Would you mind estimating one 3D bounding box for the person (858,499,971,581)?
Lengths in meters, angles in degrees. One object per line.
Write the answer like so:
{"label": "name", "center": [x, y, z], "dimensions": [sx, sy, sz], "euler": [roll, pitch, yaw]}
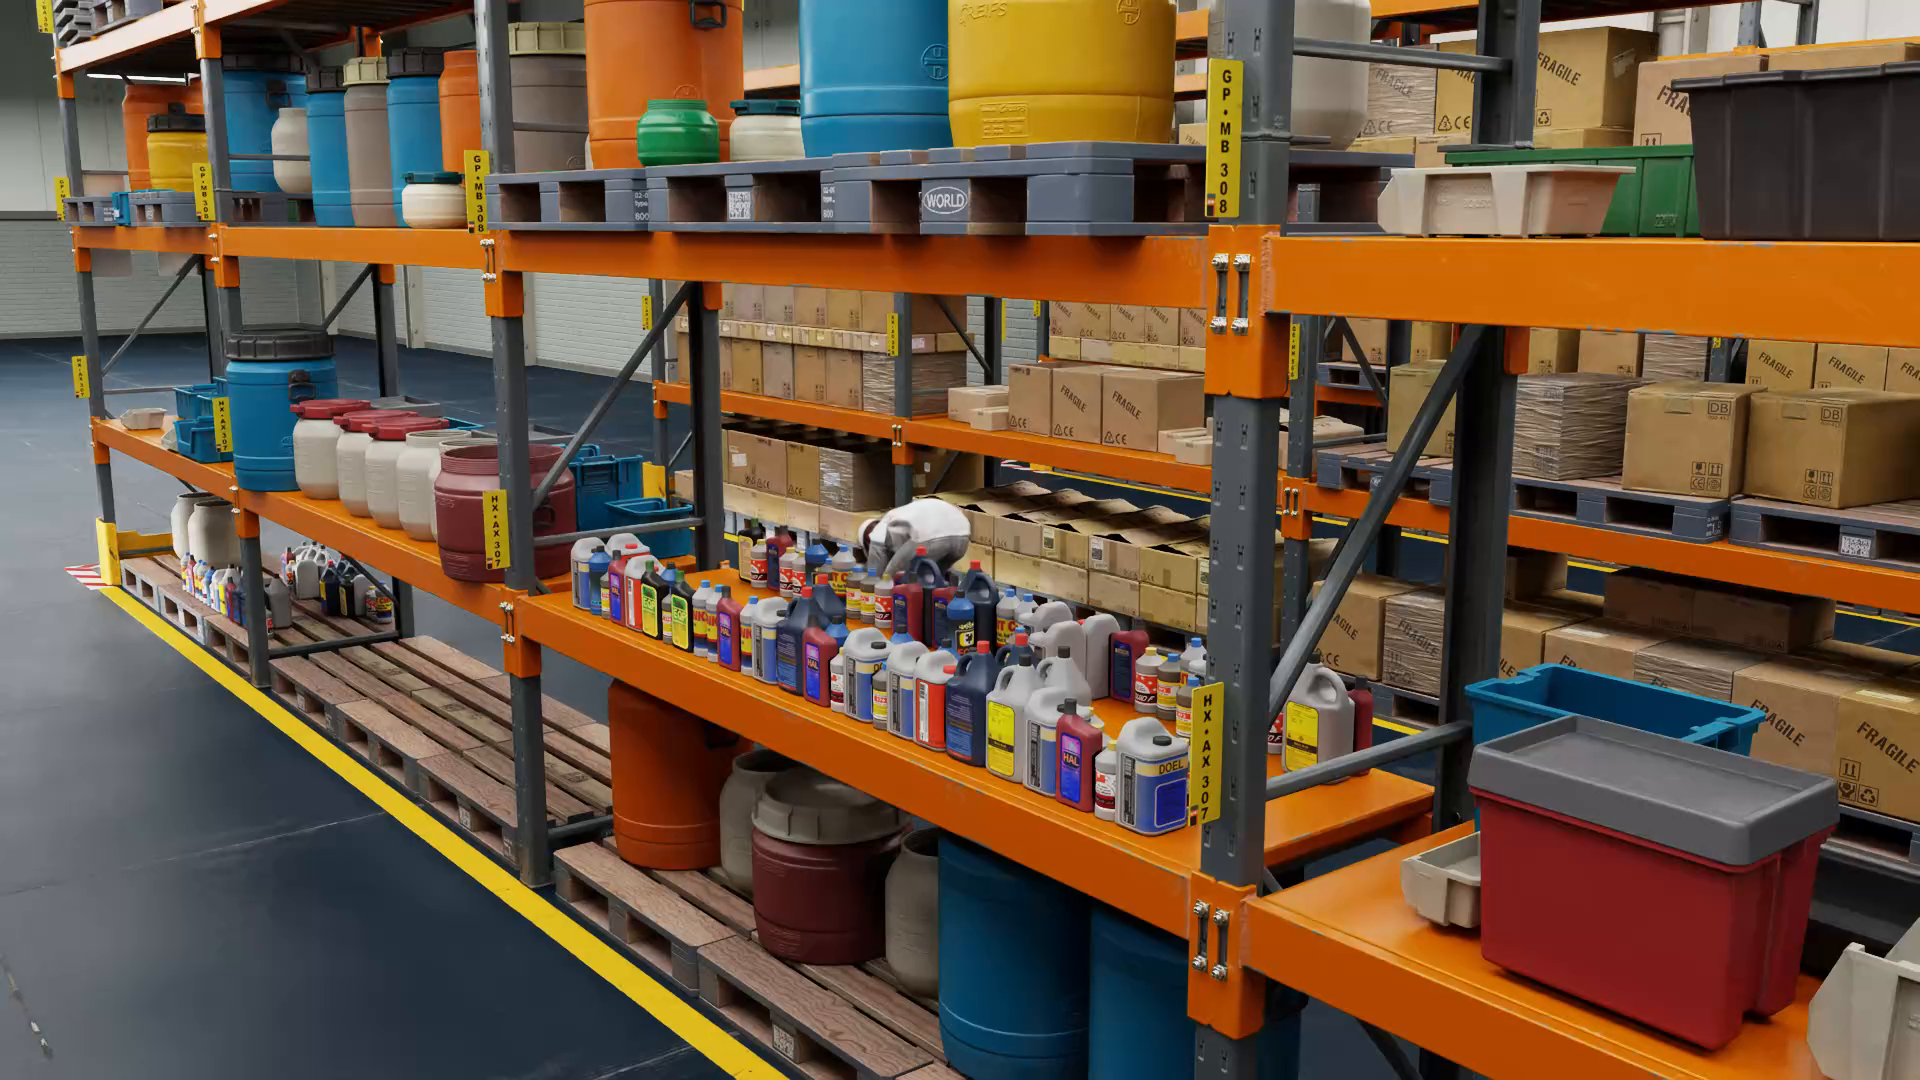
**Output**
{"label": "person", "center": [-0.361, 0.186, 11.472], "dimensions": [0.506, 0.988, 0.997], "euler": [-9, 14, -40]}
